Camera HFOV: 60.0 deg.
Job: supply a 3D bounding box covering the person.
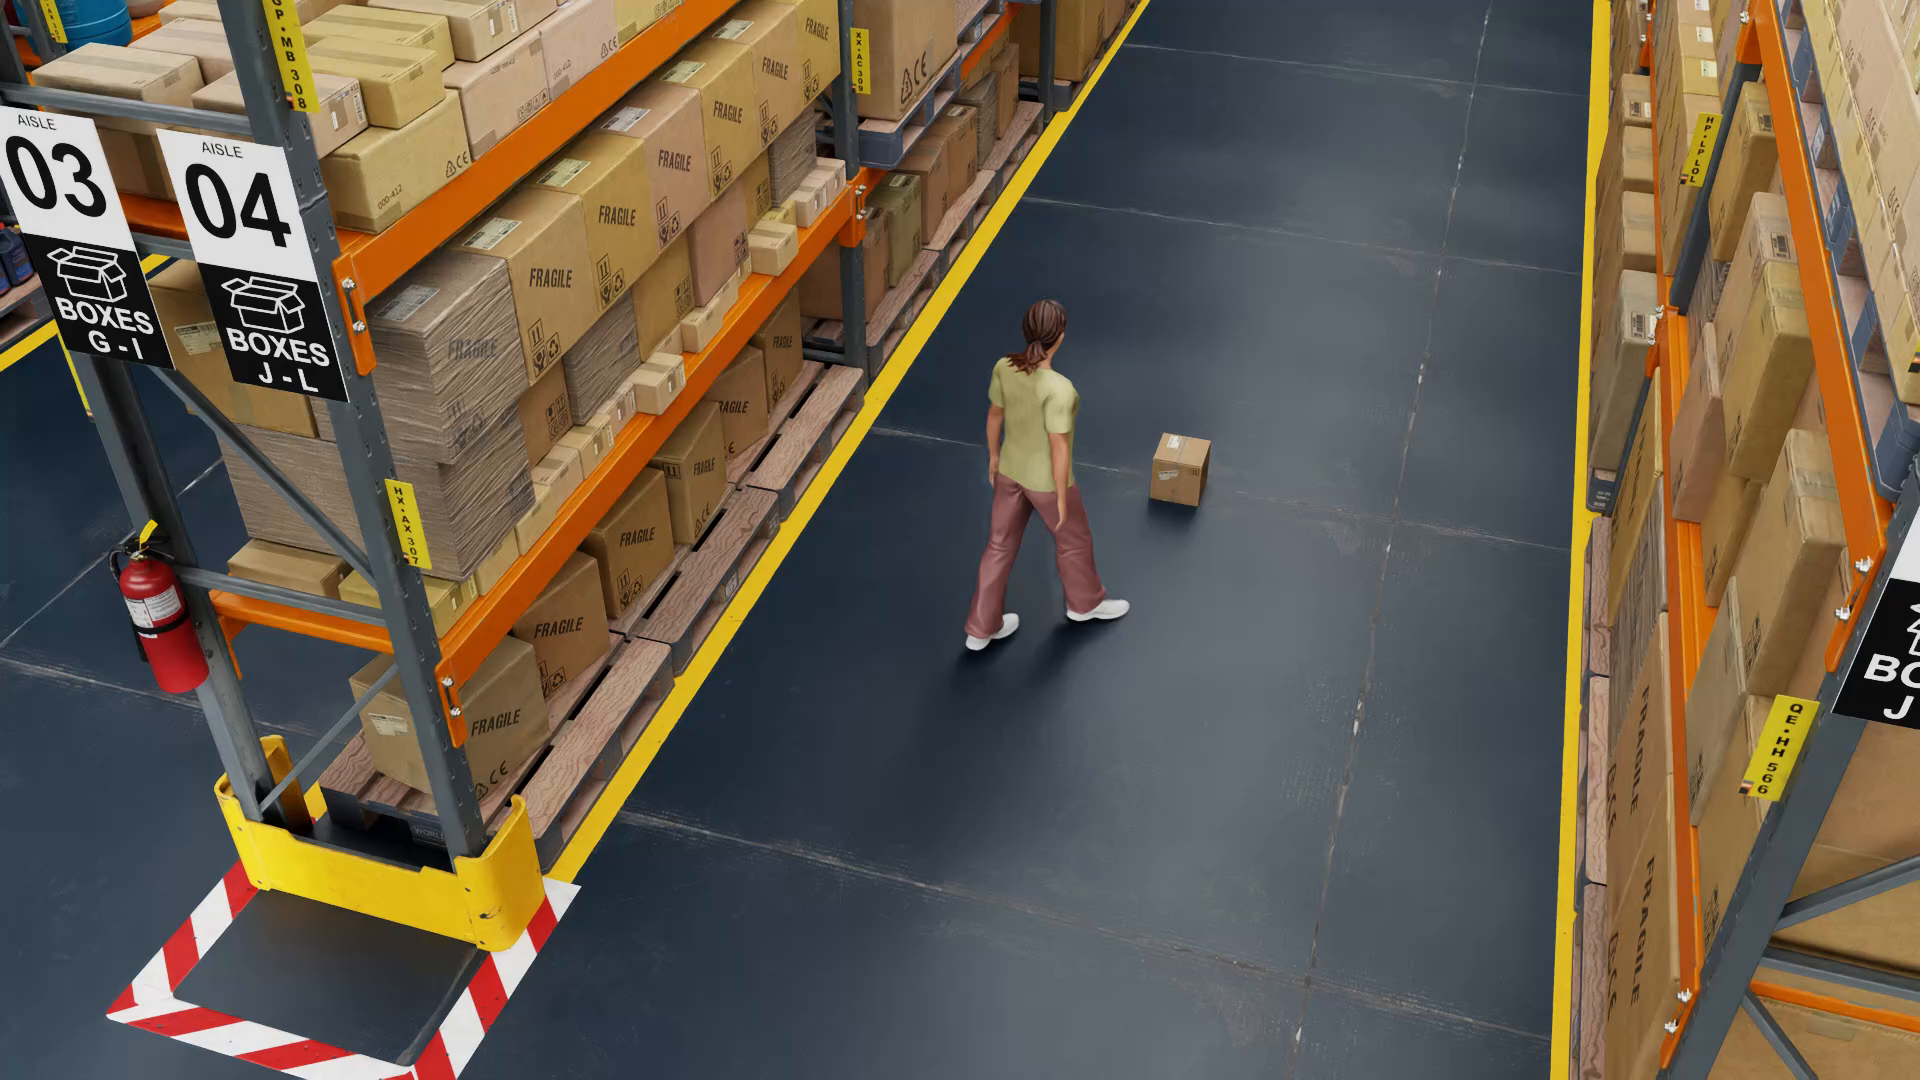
[{"bbox_3d":[0.352,-0.275,7.252,0.545,1.661,0.765,29,46,33],"label":"person"}]
